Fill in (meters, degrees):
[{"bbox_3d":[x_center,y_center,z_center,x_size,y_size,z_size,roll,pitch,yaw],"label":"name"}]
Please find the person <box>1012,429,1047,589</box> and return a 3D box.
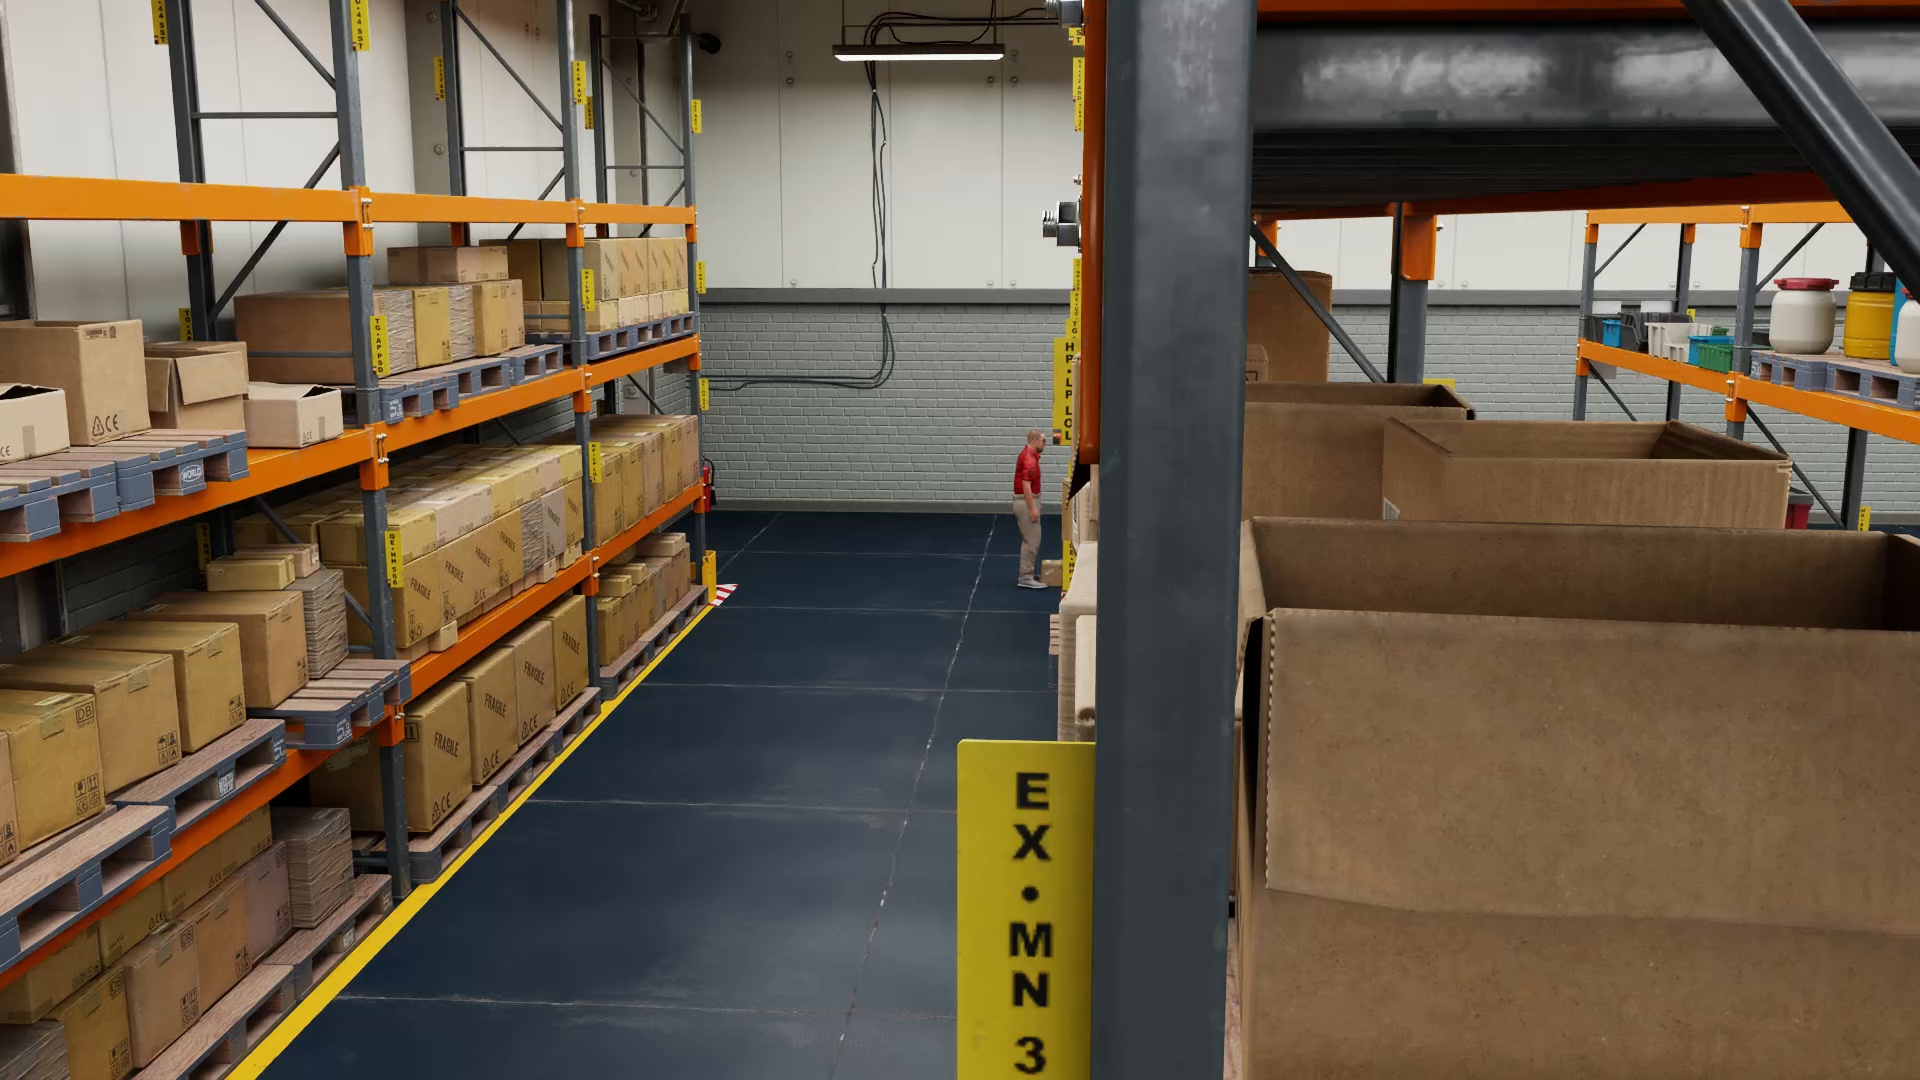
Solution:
[{"bbox_3d":[0.780,-0.360,18.377,0.399,1.725,0.598,0,11,1],"label":"person"}]
